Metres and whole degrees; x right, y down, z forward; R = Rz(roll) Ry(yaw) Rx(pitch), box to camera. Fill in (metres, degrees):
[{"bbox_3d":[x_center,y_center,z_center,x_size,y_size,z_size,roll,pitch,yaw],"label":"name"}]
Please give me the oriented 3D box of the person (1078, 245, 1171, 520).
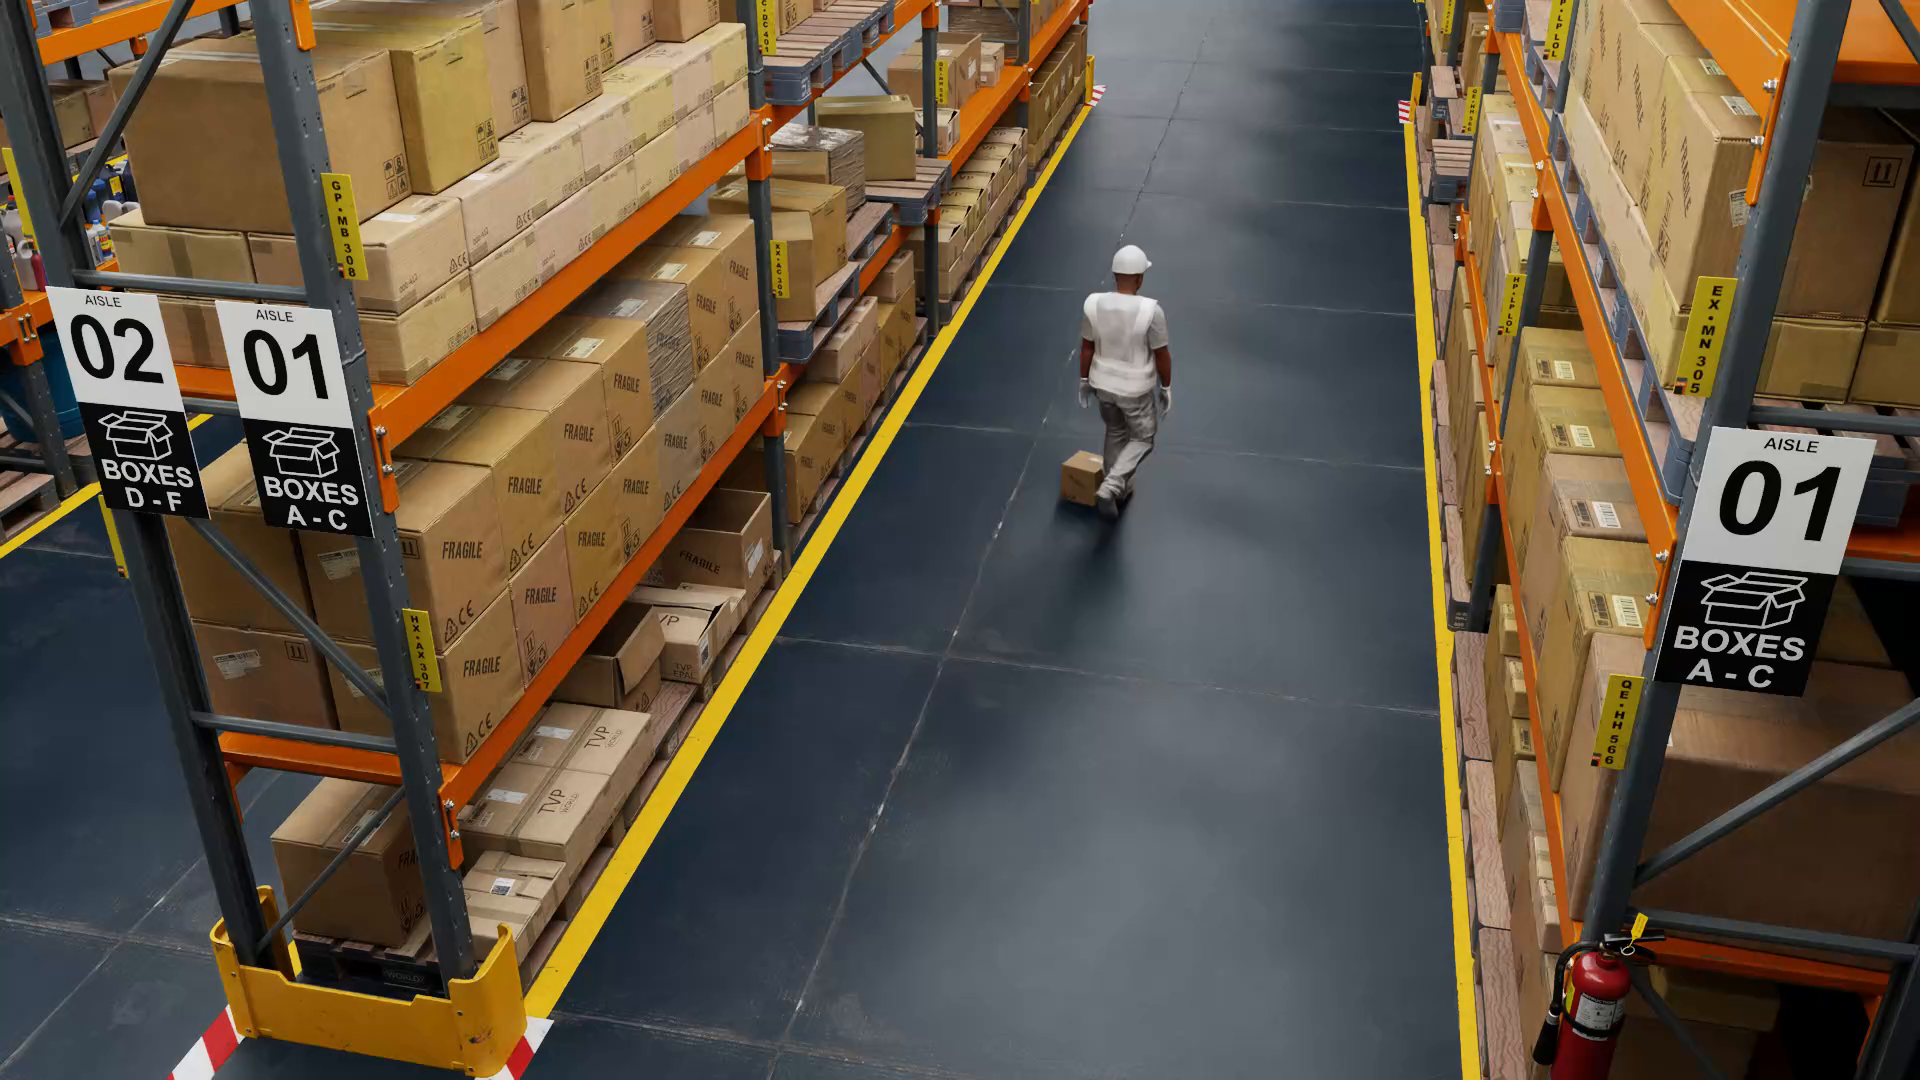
[{"bbox_3d":[1.014,-0.951,10.323,0.601,1.759,0.781,15,32,26],"label":"person"}]
